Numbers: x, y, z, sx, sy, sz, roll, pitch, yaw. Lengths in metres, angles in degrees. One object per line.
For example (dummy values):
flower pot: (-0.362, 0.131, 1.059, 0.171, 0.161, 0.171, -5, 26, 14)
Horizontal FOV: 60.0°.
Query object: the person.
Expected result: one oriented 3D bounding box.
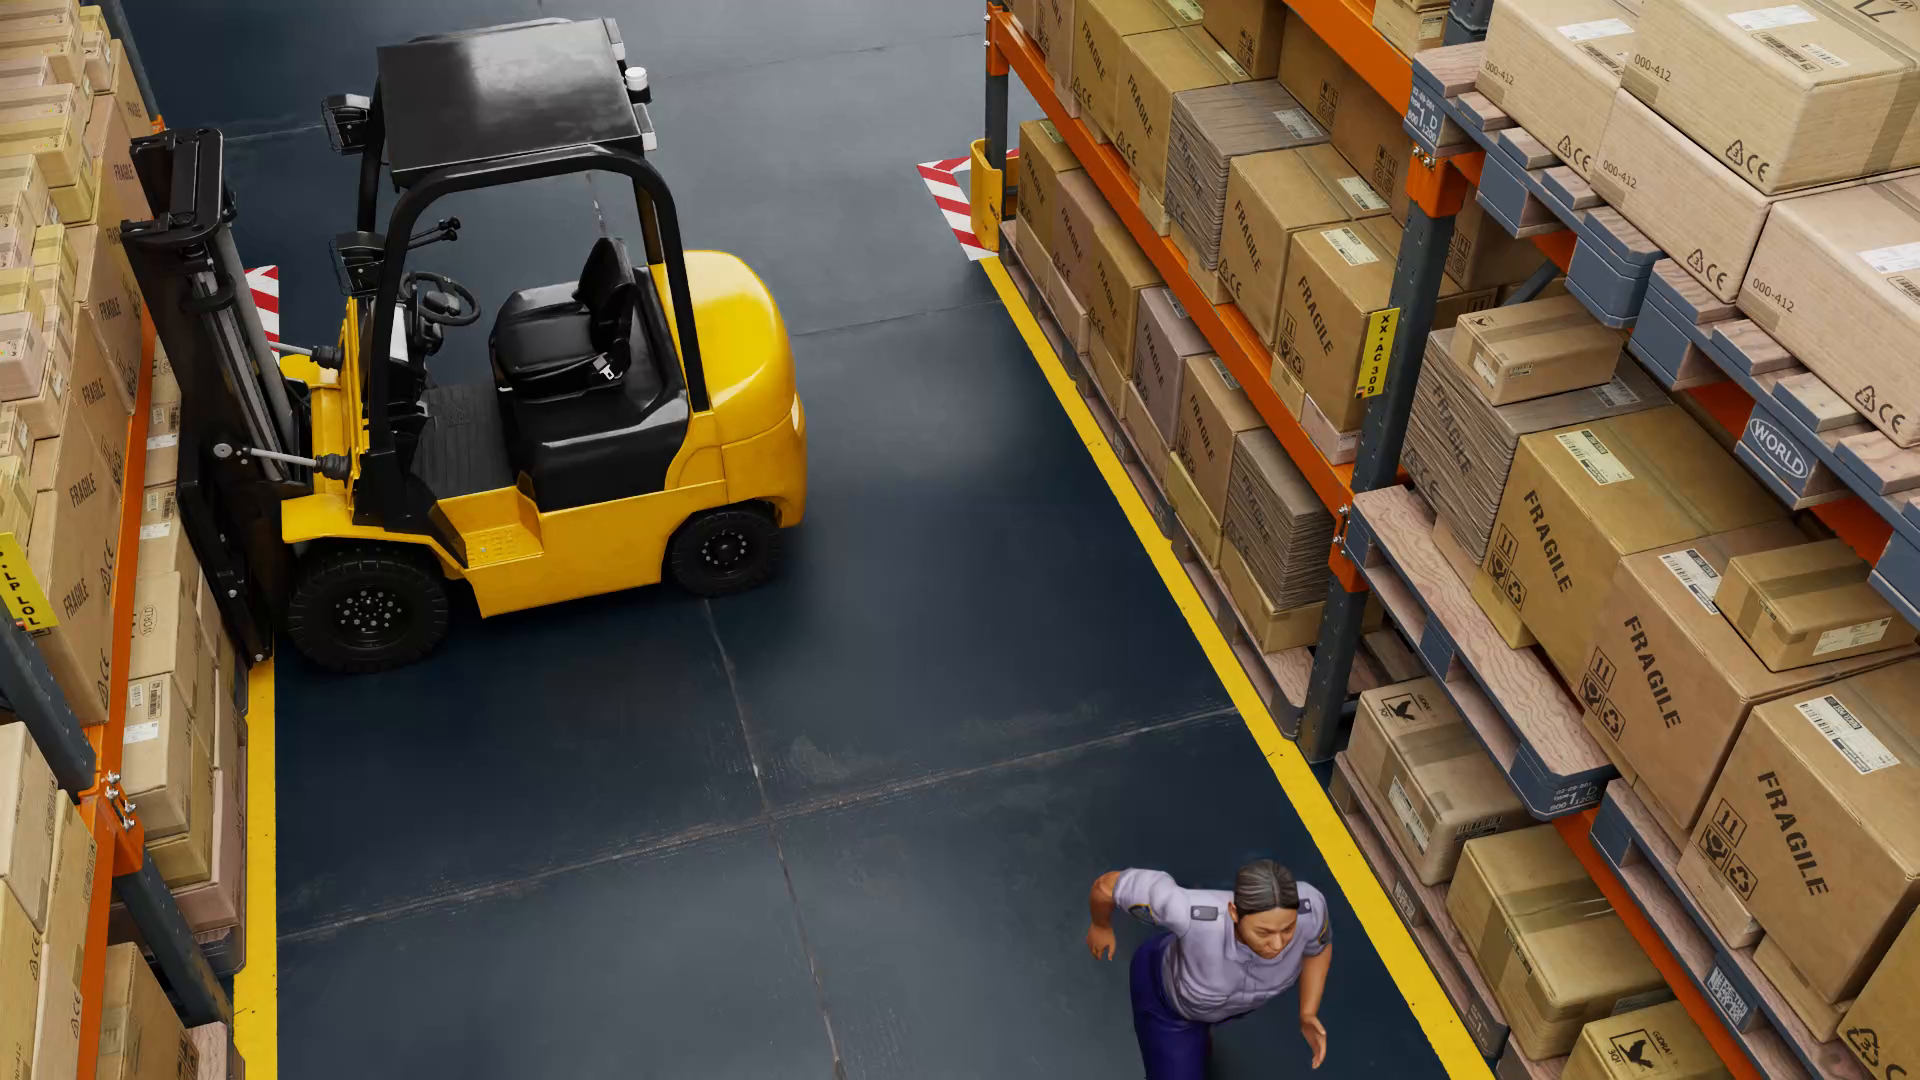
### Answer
person: (0.700, 1.298, 4.796, 0.599, 1.561, 0.914, -15, 45, -16)
